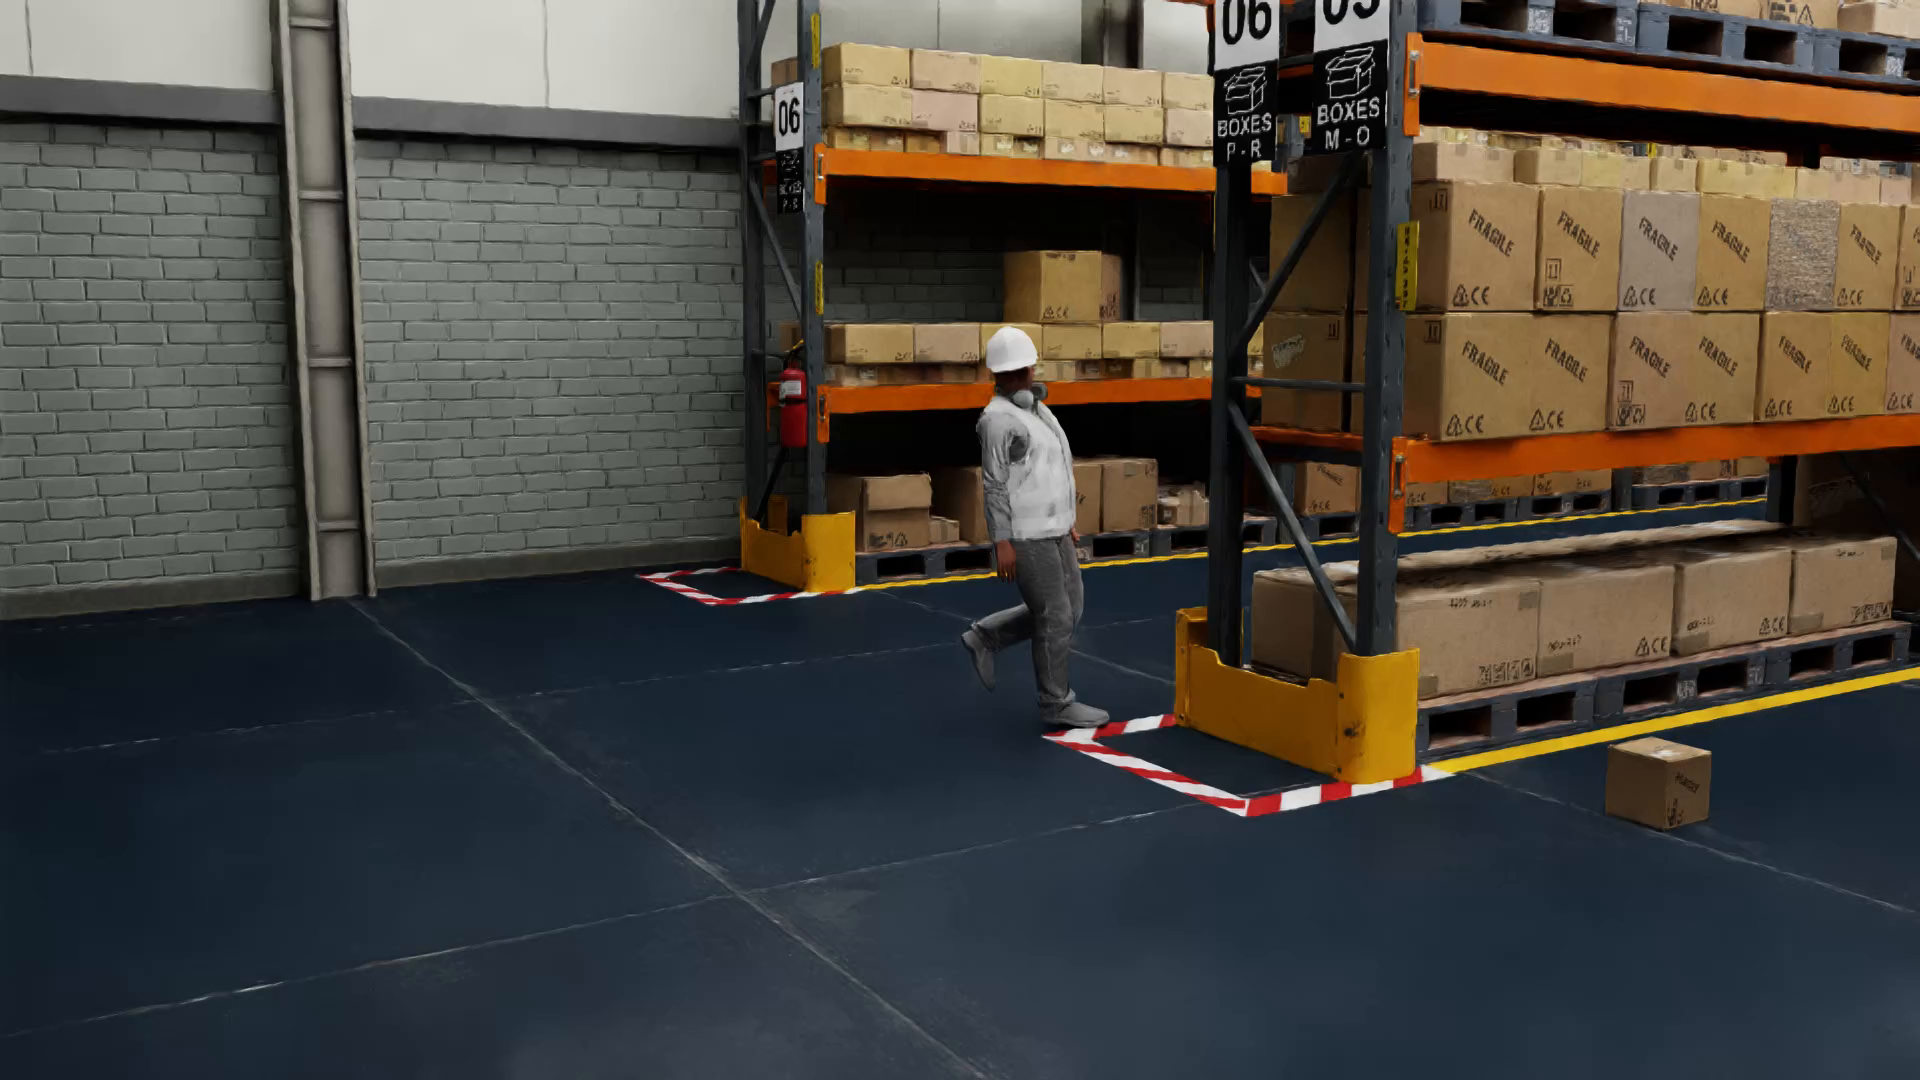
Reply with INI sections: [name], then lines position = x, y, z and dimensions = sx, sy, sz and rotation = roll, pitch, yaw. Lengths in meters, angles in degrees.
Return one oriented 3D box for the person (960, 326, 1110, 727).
[person]
position = 0.285, -0.041, 7.120
dimensions = 0.690, 1.737, 0.592
rotation = 3, 8, 18
